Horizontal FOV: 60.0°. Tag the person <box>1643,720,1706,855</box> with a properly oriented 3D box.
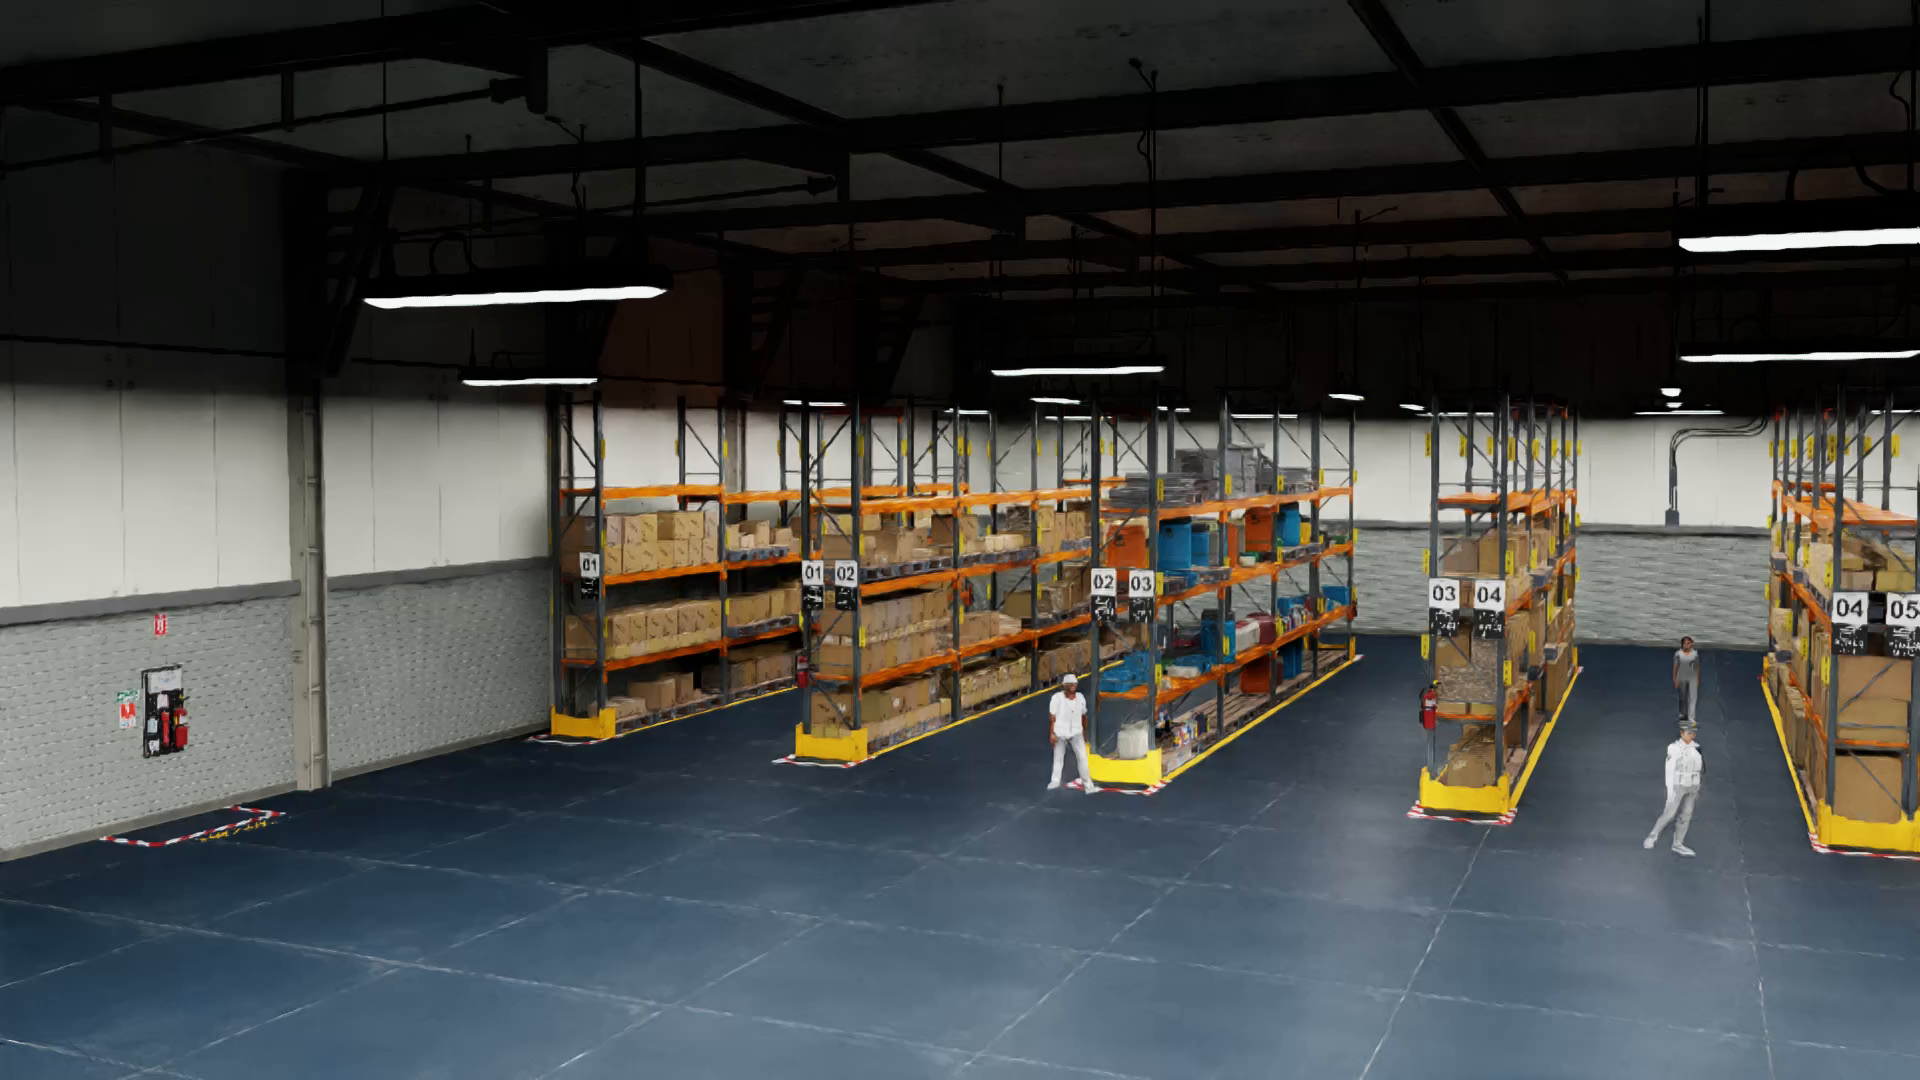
[{"bbox_3d":[8.807,3.038,20.496,0.658,1.662,0.499,-1,3,-17],"label":"person"}]

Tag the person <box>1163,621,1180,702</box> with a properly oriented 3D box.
[{"bbox_3d":[4.233,2.372,32.857,0.457,1.583,1.074,2,4,27],"label":"person"}]

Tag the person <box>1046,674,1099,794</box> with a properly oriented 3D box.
[{"bbox_3d":[1.611,2.794,24.075,0.640,1.725,0.877,-1,3,-11],"label":"person"}]

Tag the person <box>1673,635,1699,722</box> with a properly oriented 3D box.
[{"bbox_3d":[13.199,2.519,30.242,0.446,1.590,1.110,2,3,25],"label":"person"}]
